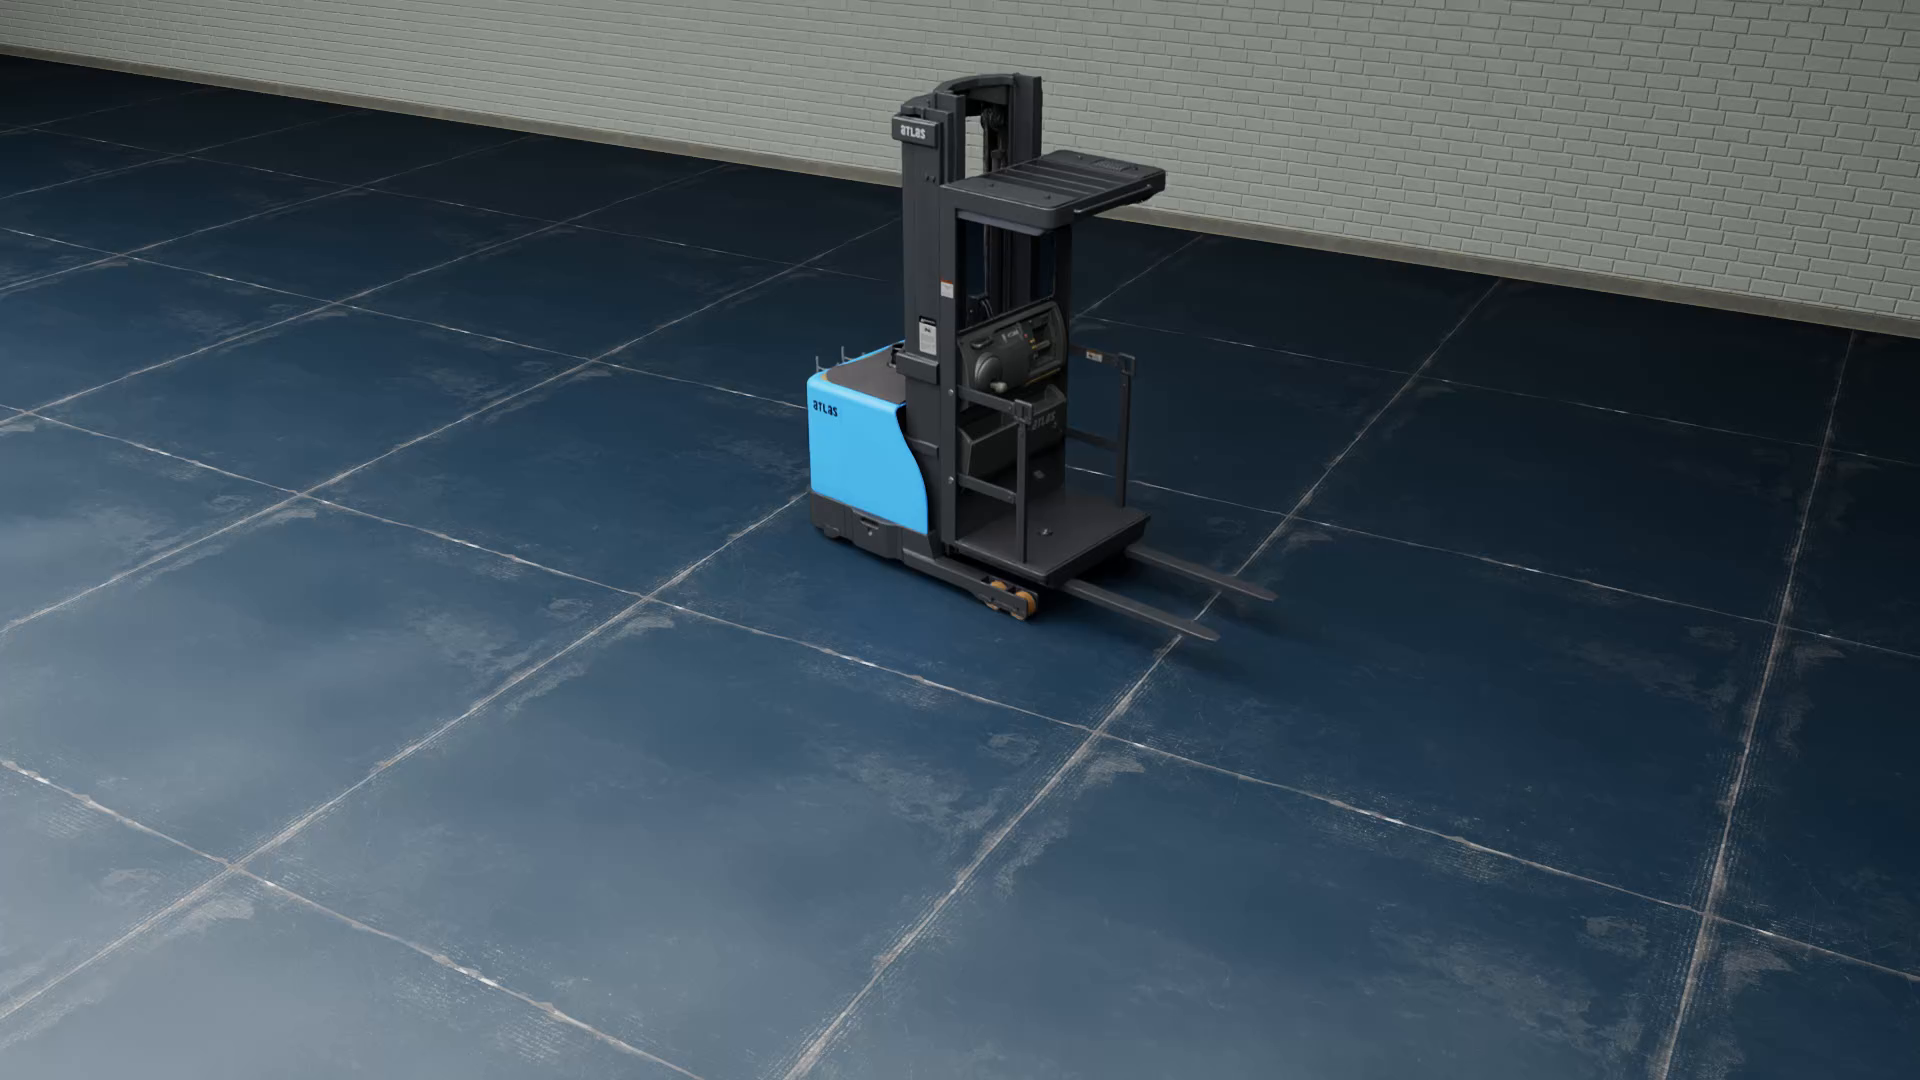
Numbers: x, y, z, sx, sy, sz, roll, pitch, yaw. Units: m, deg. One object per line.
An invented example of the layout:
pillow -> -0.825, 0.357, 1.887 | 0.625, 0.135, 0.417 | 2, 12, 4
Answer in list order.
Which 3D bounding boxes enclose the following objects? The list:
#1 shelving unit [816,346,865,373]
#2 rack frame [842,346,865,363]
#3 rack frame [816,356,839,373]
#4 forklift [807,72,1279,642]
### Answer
shelving unit -> -0.778, -0.737, 11.049 | 0.215, 1.050, 0.252 | 20, 33, 35
rack frame -> -0.701, -0.779, 11.133 | 0.200, 1.050, 0.008 | 20, 33, 35
rack frame -> -0.856, -0.695, 10.965 | 0.200, 1.050, 0.008 | 20, 33, 35
forklift -> 0.474, -1.107, 9.688 | 3.031, 2.935, 1.130 | 21, 33, 35
